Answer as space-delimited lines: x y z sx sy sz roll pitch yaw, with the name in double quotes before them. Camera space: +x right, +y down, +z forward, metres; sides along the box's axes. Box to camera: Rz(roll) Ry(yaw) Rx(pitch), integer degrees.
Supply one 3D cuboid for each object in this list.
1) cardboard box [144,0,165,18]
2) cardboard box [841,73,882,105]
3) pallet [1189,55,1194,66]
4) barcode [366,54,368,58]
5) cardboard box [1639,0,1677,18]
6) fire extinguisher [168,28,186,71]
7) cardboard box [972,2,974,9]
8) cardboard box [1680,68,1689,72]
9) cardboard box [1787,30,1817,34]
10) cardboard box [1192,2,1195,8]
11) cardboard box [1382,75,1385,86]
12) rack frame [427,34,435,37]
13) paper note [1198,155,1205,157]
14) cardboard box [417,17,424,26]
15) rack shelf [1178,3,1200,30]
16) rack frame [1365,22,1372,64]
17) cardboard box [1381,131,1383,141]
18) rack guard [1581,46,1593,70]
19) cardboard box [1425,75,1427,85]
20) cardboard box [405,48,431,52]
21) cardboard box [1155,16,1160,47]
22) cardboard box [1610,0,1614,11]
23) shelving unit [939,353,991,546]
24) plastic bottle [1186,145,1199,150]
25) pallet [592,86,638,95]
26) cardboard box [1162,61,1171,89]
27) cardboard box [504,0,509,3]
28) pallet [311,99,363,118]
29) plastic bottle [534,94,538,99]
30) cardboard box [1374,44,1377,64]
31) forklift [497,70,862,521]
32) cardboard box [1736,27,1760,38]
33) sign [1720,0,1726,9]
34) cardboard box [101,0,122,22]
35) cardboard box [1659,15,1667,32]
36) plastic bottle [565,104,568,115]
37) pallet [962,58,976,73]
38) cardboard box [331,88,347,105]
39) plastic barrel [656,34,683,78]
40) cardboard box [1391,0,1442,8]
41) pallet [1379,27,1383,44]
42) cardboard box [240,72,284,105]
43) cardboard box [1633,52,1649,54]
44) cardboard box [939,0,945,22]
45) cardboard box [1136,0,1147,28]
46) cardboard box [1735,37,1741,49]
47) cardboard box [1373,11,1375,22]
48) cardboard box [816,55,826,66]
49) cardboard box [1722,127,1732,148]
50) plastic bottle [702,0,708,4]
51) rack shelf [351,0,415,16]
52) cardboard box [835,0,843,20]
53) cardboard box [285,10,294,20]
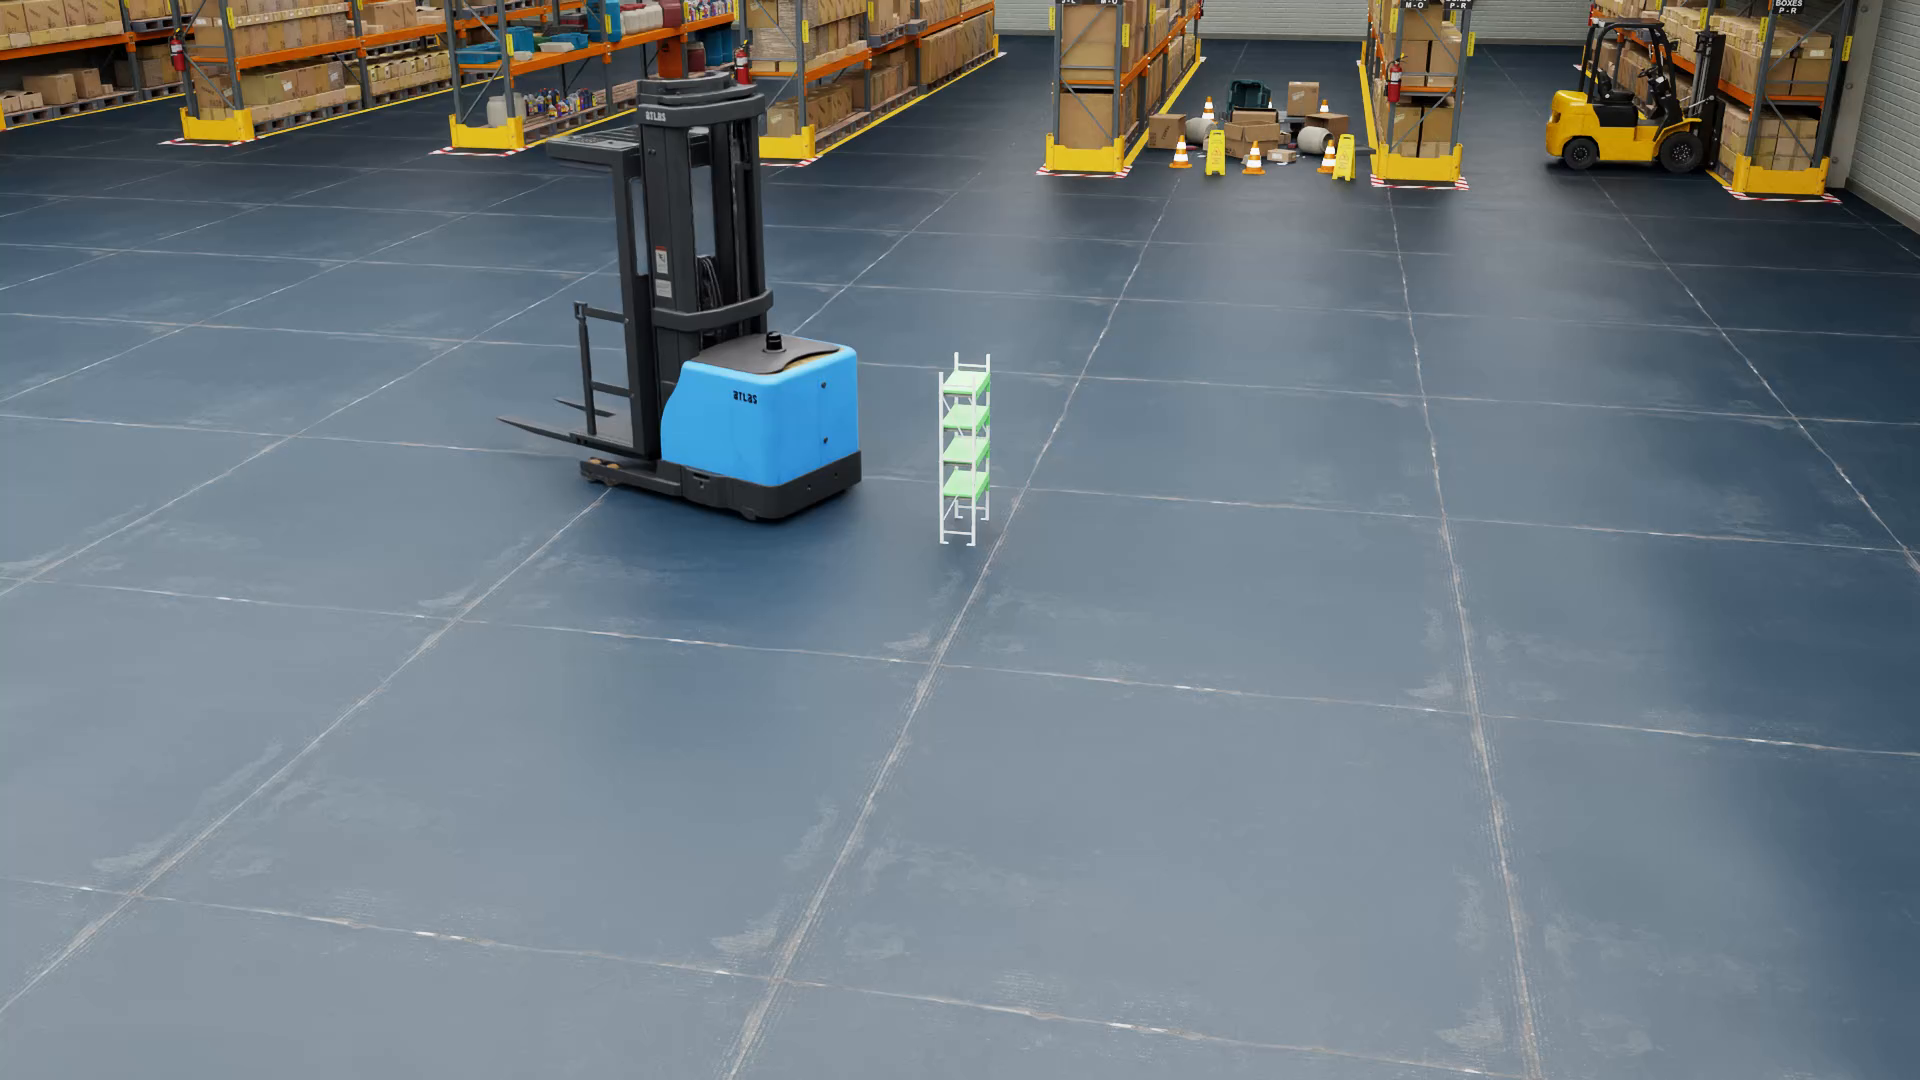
"cardboard box" -16.397 -10.729 33.254 0.700 0.500 0.500 7 23 16
"cardboard box" -1.846 -8.398 30.949 0.700 0.500 0.500 4 22 11
"pallet" 4.960 -11.316 39.168 1.003 0.211 1.213 4 22 11
"barcode" -11.345 -9.266 31.817 0.001 0.075 0.075 4 22 11
"cardboard box" 13.422 -10.142 31.821 0.797 0.503 0.637 4 22 10
"fire extinguisher" -13.100 -8.208 27.822 0.296 0.674 0.183 4 22 11
"cardboard box" 0.121 -12.232 38.047 0.380 0.149 0.250 4 22 10
"cardboard box" 13.681 -8.792 31.083 0.380 0.149 0.250 6 23 14
"cardboard box" 12.106 -7.234 23.901 0.380 0.149 0.250 5 22 11
"cardboard box" 5.233 -12.398 38.459 0.380 0.149 0.250 5 22 12
"cardboard box" 7.125 -7.534 27.292 0.380 0.149 0.250 5 22 12
"rack frame" -14.207 -14.479 43.290 1.000 3.000 0.127 4 22 11
"paper note" 3.884 -6.131 26.537 0.144 0.017 0.142 13 25 29
"cardboard box" -11.194 -10.590 33.970 0.380 0.149 0.250 6 23 15
"rack shelf" 4.767 -11.866 37.765 1.077 0.370 4.000 4 22 11
"rack frame" 10.042 -12.591 38.602 1.000 3.000 0.127 4 22 11
"cardboard box" 6.792 -6.164 25.762 0.500 0.250 0.500 5 22 11
"rack guard" 14.887 -11.027 38.064 1.175 0.500 0.348 4 22 11
"cardboard box" 7.087 -6.825 24.621 0.380 0.149 0.250 5 22 12
"cardboard box" -11.383 -10.188 35.002 0.500 0.311 0.500 5 23 13
"cardboard box" 3.305 -9.128 29.870 0.500 0.500 0.500 4 22 11
"cardboard box" 14.153 -11.390 35.423 0.500 0.250 0.500 4 22 11
"shelving unit" 0.034 -0.617 11.280 0.258 1.200 0.503 4 22 11
"plastic bottle" 3.753 -6.413 27.195 0.283 0.061 0.133 -3 22 -8
"pallet" -6.588 -8.780 32.871 1.003 0.211 1.213 4 22 11
"cardboard box" 3.937 -9.280 33.165 0.500 0.500 0.500 4 22 9
"cardboard box" -10.473 -12.231 37.011 0.700 0.500 0.500 -1 22 -3
"pallet" -12.008 -8.133 31.266 1.003 0.211 1.213 4 22 11
"plastic bottle" -7.641 -7.890 29.976 0.061 0.283 0.133 5 23 13
"cardboard box" 9.641 -10.683 36.733 0.875 0.438 0.875 4 22 9
"forklift" -2.229 -1.904 12.159 3.031 2.935 1.130 14 26 32
"cardboard box" 11.666 -7.469 24.484 0.380 0.149 0.250 5 22 12
"sign" 13.814 -9.784 30.083 0.100 0.325 0.005 4 22 11
"cardboard box" -16.449 -10.182 31.790 0.500 0.500 0.500 4 22 11
"cardboard box" 12.916 -9.309 29.984 0.500 0.250 0.500 4 22 11
"plastic bottle" -6.987 -7.616 29.406 0.097 0.201 0.097 0 22 0
"pallet" -0.244 -10.862 38.042 1.003 0.211 1.213 4 22 11
"cardboard box" -11.797 -8.265 30.980 0.500 0.250 0.500 4 22 11
"plastic barrel" -6.057 -10.167 34.925 0.600 0.830 0.708 4 22 11
"cardboard box" 6.778 -7.776 24.775 0.700 0.500 0.500 5 22 11
"pallet" 8.369 -9.308 30.706 1.213 0.211 1.003 4 22 11
"cardboard box" -12.194 -7.881 29.021 0.500 0.500 0.500 4 22 11
"cardboard box" 13.688 -9.673 33.273 0.380 0.149 0.250 4 22 10
"cardboard box" -0.618 -11.183 34.972 0.500 0.500 0.500 5 22 11
"cardboard box" 2.620 -8.771 27.470 0.875 0.550 0.550 4 22 11
"cardboard box" 11.672 -7.329 24.534 0.380 0.149 0.250 5 22 11
"cardboard box" 8.774 -10.728 34.178 0.500 0.250 0.500 4 22 10
"cardboard box" -2.409 -7.829 27.113 0.380 0.149 0.250 4 22 11
"cardboard box" 11.543 -5.898 24.433 0.500 0.250 0.500 4 22 10
"plastic bottle" -5.722 -12.120 37.497 0.144 0.351 0.185 4 22 11
"rack shelf" -14.615 -13.414 41.609 1.077 0.370 4.000 4 22 11
"cardboard box" -2.240 -8.872 27.497 0.500 0.500 0.500 4 22 11
"cardboard box" -12.016 -9.288 29.398 0.380 0.149 0.250 5 22 11
